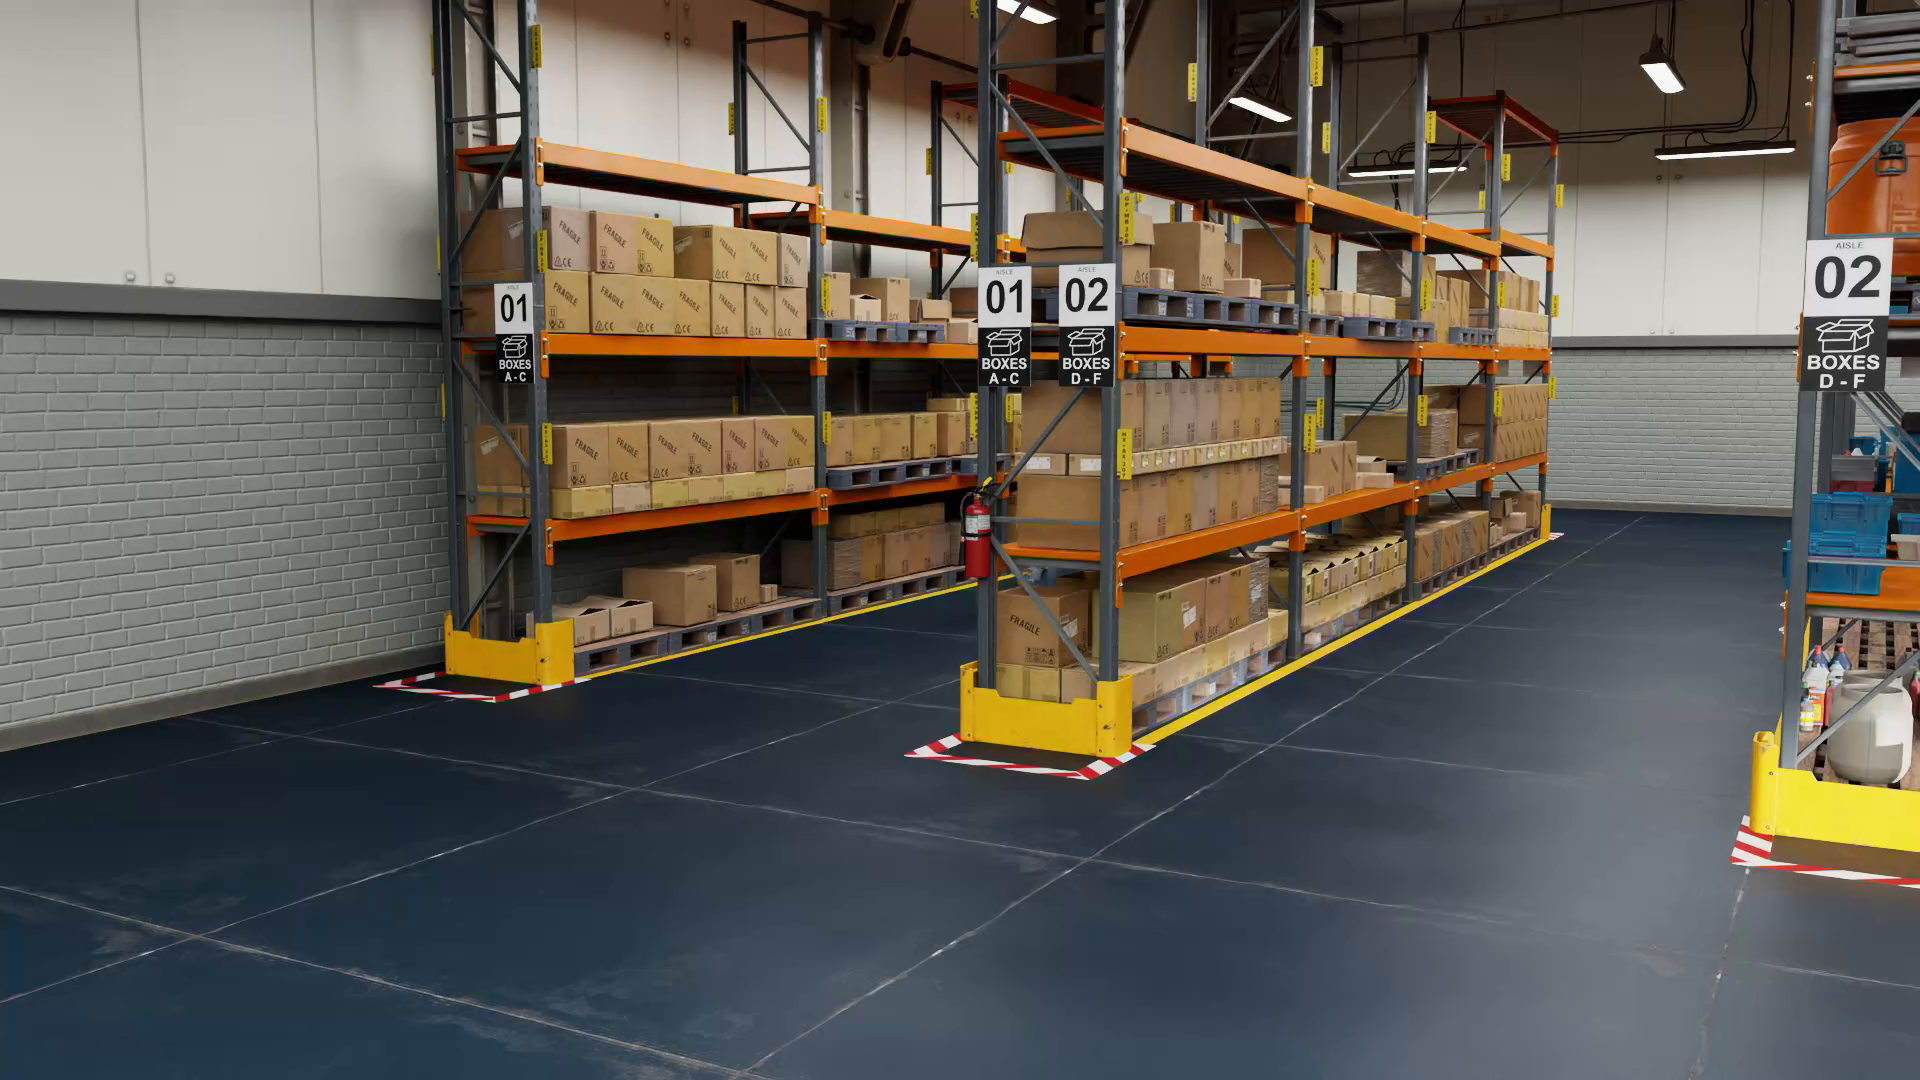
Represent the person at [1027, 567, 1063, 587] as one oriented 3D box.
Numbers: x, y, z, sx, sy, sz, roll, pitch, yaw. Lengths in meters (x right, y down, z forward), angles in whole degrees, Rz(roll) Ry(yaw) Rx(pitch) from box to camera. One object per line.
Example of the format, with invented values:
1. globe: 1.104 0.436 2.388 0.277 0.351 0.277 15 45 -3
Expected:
1. person: 0.939 -0.159 17.355 0.494 1.761 0.602 -5 7 -38
